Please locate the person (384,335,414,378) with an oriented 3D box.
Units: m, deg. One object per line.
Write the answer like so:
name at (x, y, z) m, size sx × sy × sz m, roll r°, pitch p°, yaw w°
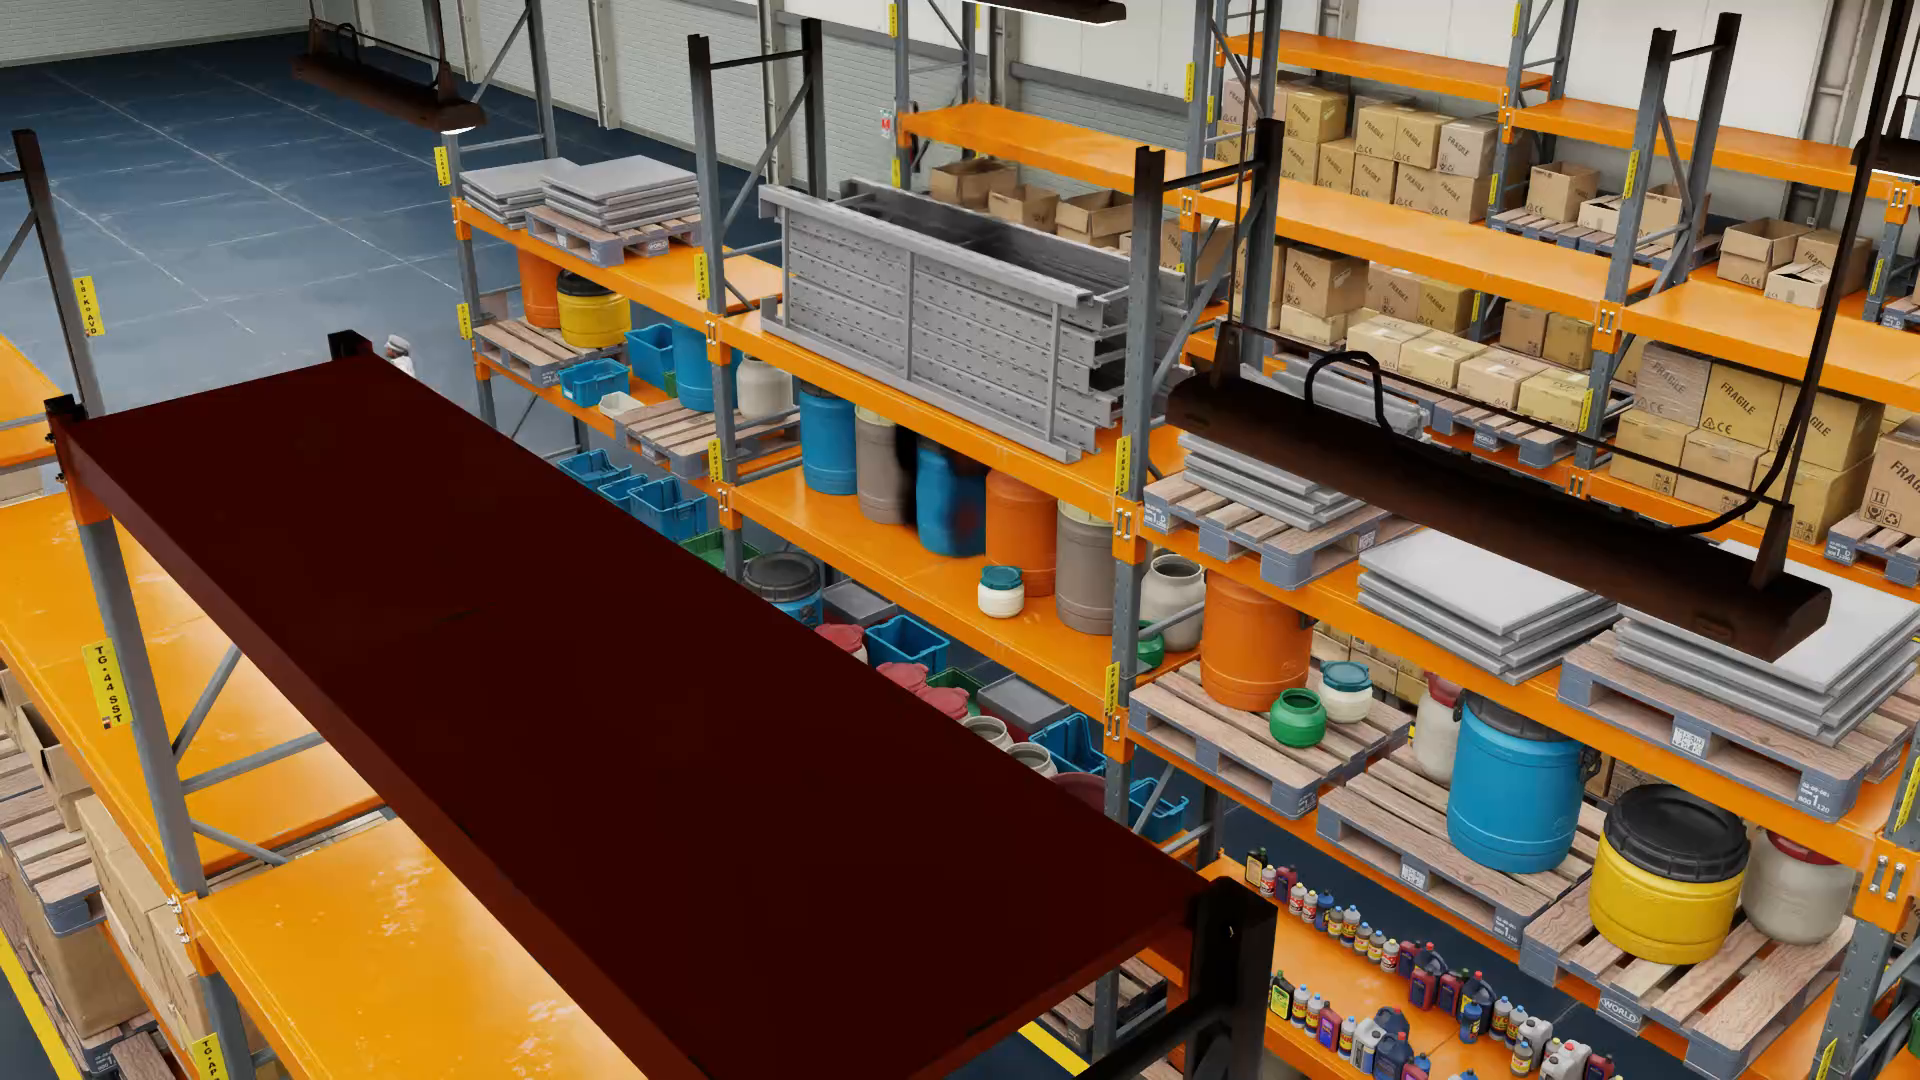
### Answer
person at (-6.239, -1.508, 18.729) m, size 0.517 × 1.669 × 0.579 m, roll -5°, pitch 27°, yaw -10°
